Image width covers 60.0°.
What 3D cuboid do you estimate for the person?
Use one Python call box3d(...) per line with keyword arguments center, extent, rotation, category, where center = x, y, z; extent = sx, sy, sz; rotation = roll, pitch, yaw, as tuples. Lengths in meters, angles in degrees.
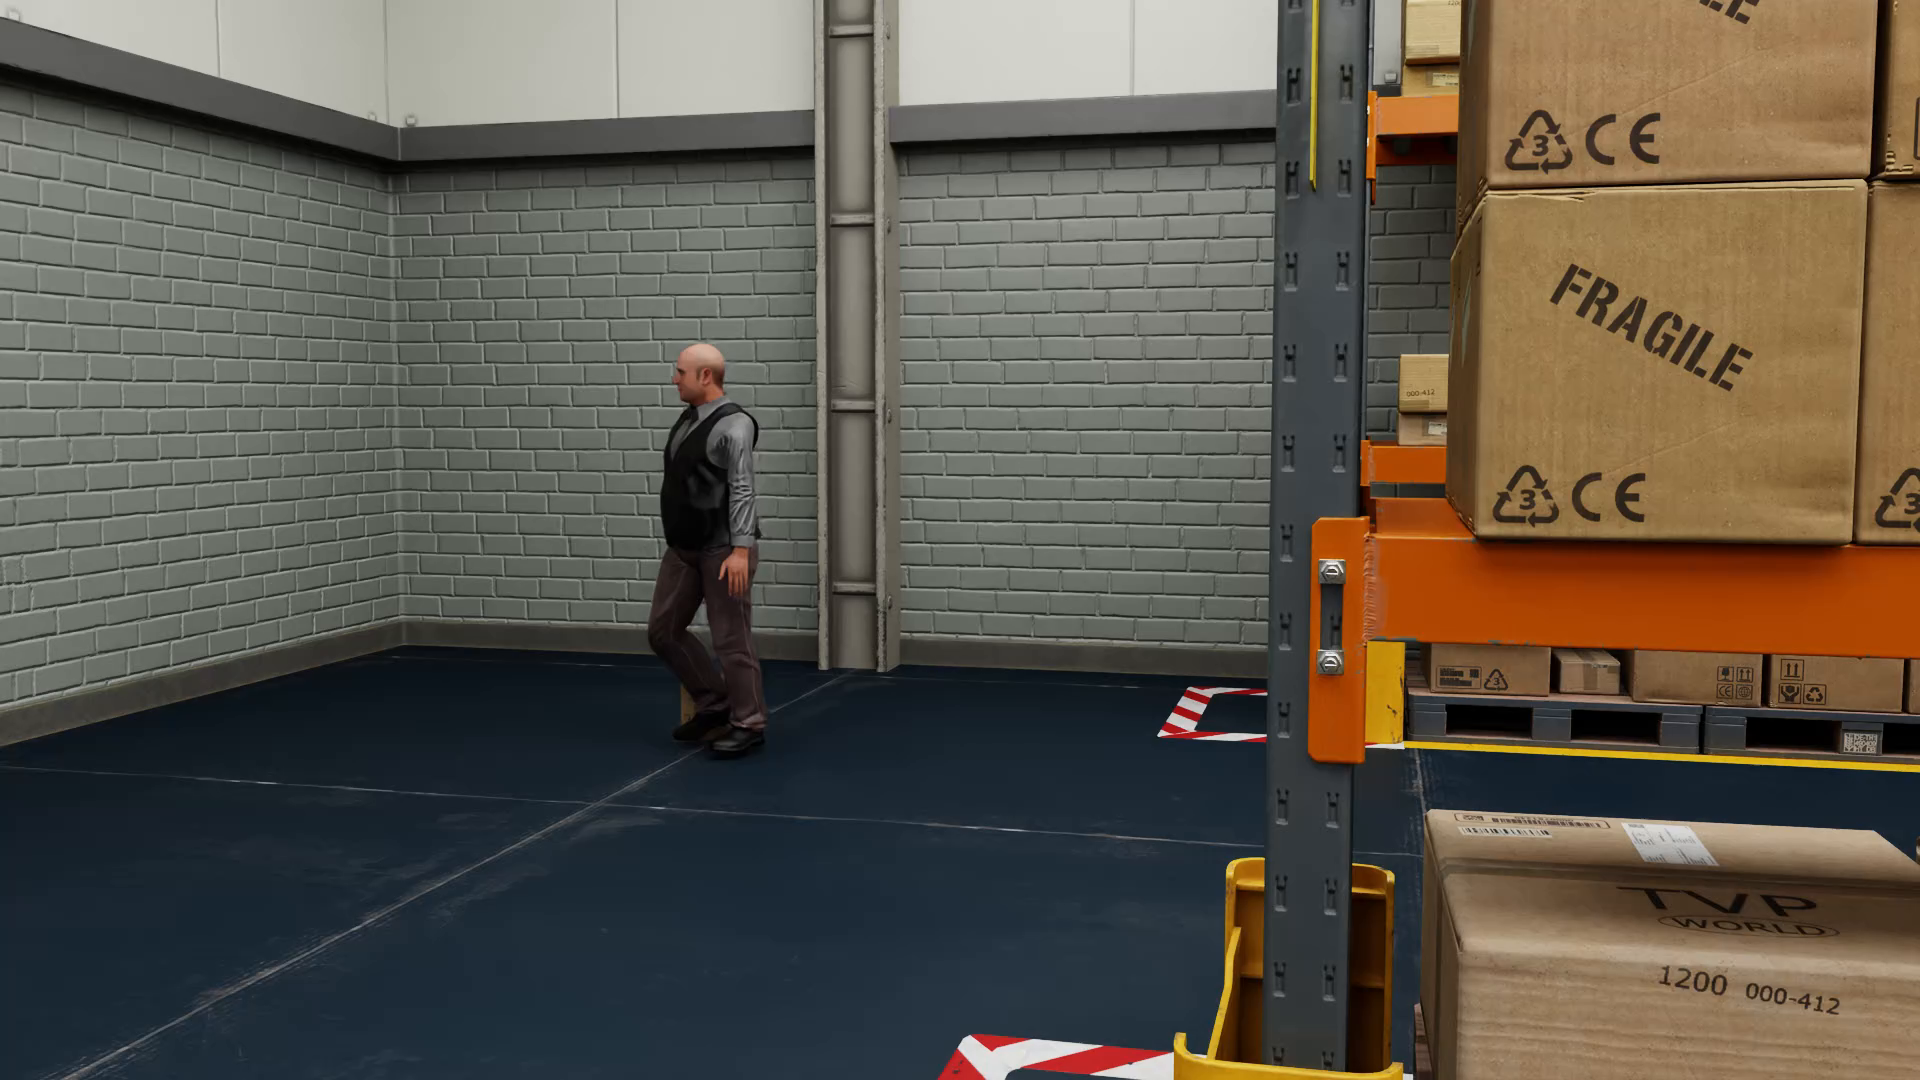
box3d(center=(-1.027, 0.039, 6.973), extent=(0.453, 1.709, 0.605), rotation=(-4, 6, -41), category="person")
